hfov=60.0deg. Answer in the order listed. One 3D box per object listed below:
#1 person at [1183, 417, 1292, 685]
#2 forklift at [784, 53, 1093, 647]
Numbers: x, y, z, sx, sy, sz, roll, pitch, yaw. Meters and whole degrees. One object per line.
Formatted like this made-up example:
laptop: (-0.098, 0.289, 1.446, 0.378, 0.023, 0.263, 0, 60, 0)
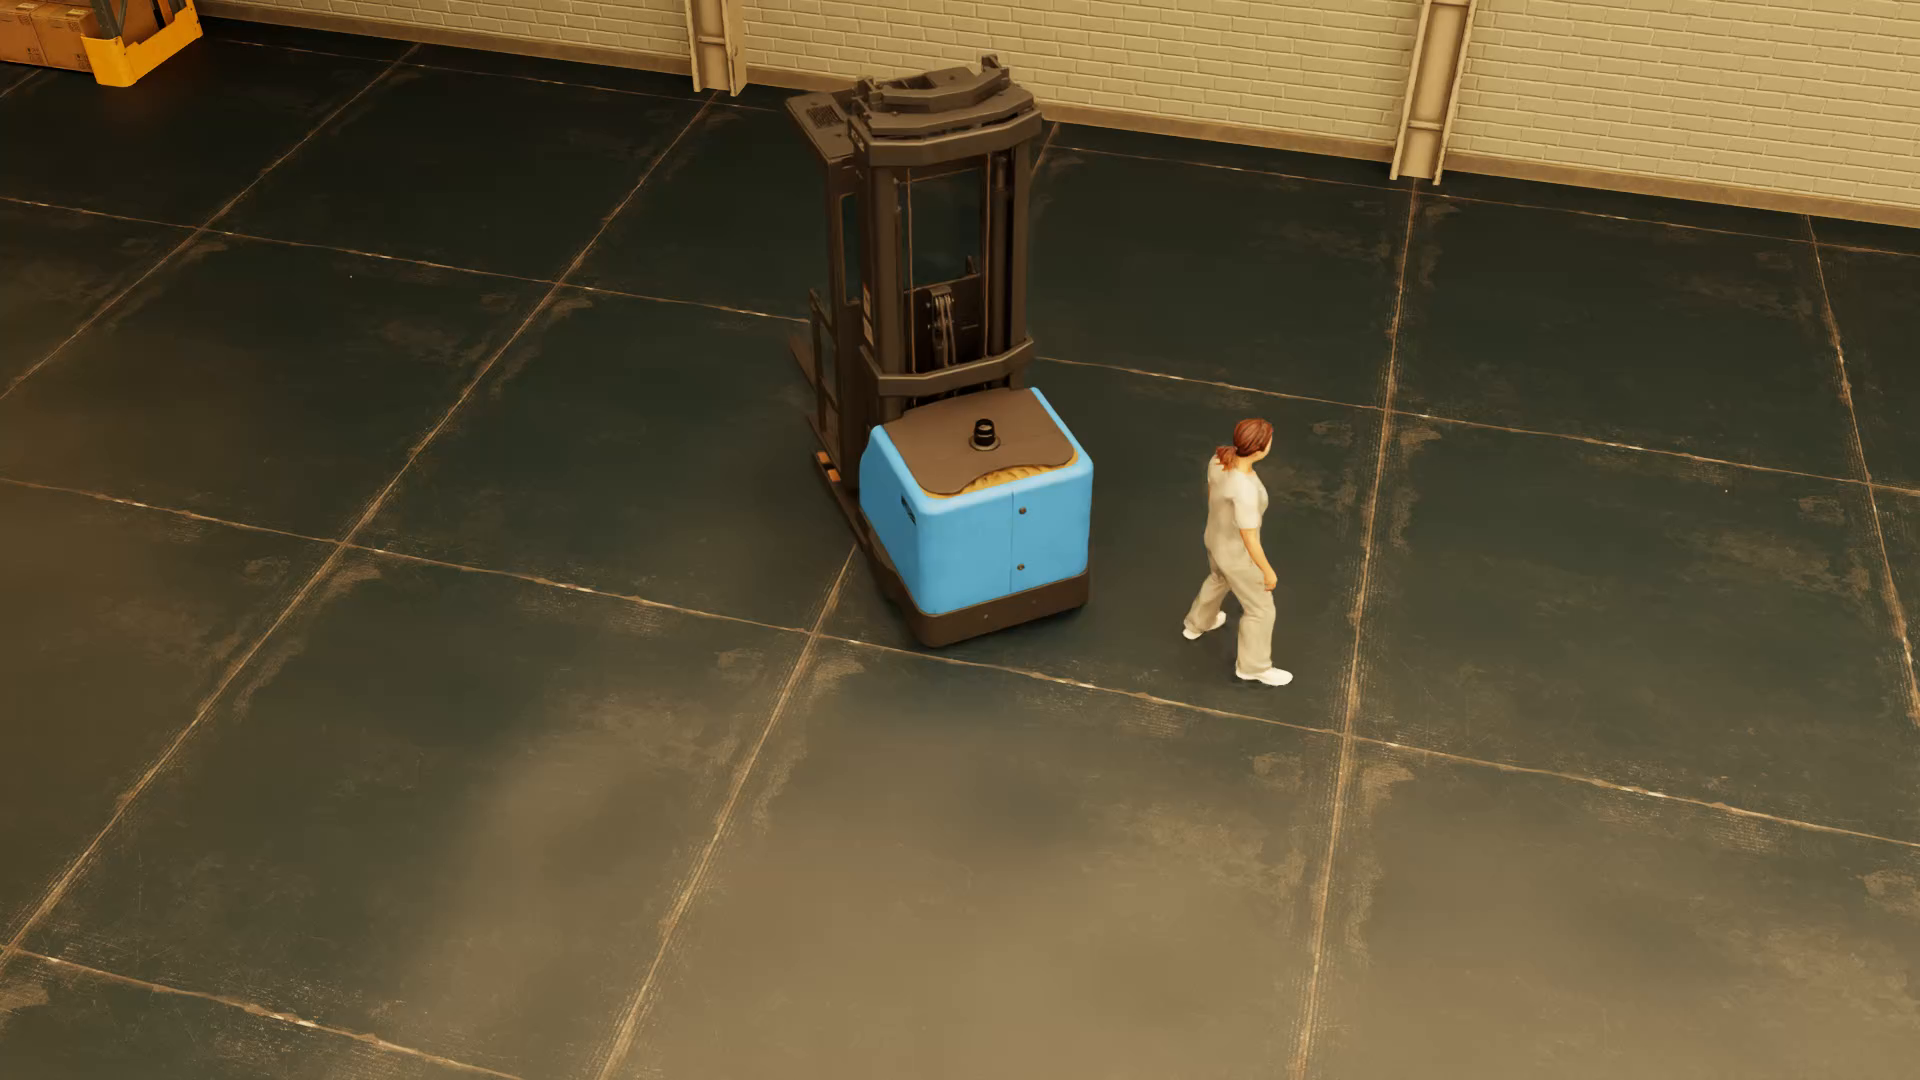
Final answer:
person: (1.520, 0.022, 8.810, 0.509, 1.670, 0.648, -9, 42, -10)
forklift: (-0.293, -1.482, 9.552, 1.130, 2.935, 3.031, -15, 43, -17)
